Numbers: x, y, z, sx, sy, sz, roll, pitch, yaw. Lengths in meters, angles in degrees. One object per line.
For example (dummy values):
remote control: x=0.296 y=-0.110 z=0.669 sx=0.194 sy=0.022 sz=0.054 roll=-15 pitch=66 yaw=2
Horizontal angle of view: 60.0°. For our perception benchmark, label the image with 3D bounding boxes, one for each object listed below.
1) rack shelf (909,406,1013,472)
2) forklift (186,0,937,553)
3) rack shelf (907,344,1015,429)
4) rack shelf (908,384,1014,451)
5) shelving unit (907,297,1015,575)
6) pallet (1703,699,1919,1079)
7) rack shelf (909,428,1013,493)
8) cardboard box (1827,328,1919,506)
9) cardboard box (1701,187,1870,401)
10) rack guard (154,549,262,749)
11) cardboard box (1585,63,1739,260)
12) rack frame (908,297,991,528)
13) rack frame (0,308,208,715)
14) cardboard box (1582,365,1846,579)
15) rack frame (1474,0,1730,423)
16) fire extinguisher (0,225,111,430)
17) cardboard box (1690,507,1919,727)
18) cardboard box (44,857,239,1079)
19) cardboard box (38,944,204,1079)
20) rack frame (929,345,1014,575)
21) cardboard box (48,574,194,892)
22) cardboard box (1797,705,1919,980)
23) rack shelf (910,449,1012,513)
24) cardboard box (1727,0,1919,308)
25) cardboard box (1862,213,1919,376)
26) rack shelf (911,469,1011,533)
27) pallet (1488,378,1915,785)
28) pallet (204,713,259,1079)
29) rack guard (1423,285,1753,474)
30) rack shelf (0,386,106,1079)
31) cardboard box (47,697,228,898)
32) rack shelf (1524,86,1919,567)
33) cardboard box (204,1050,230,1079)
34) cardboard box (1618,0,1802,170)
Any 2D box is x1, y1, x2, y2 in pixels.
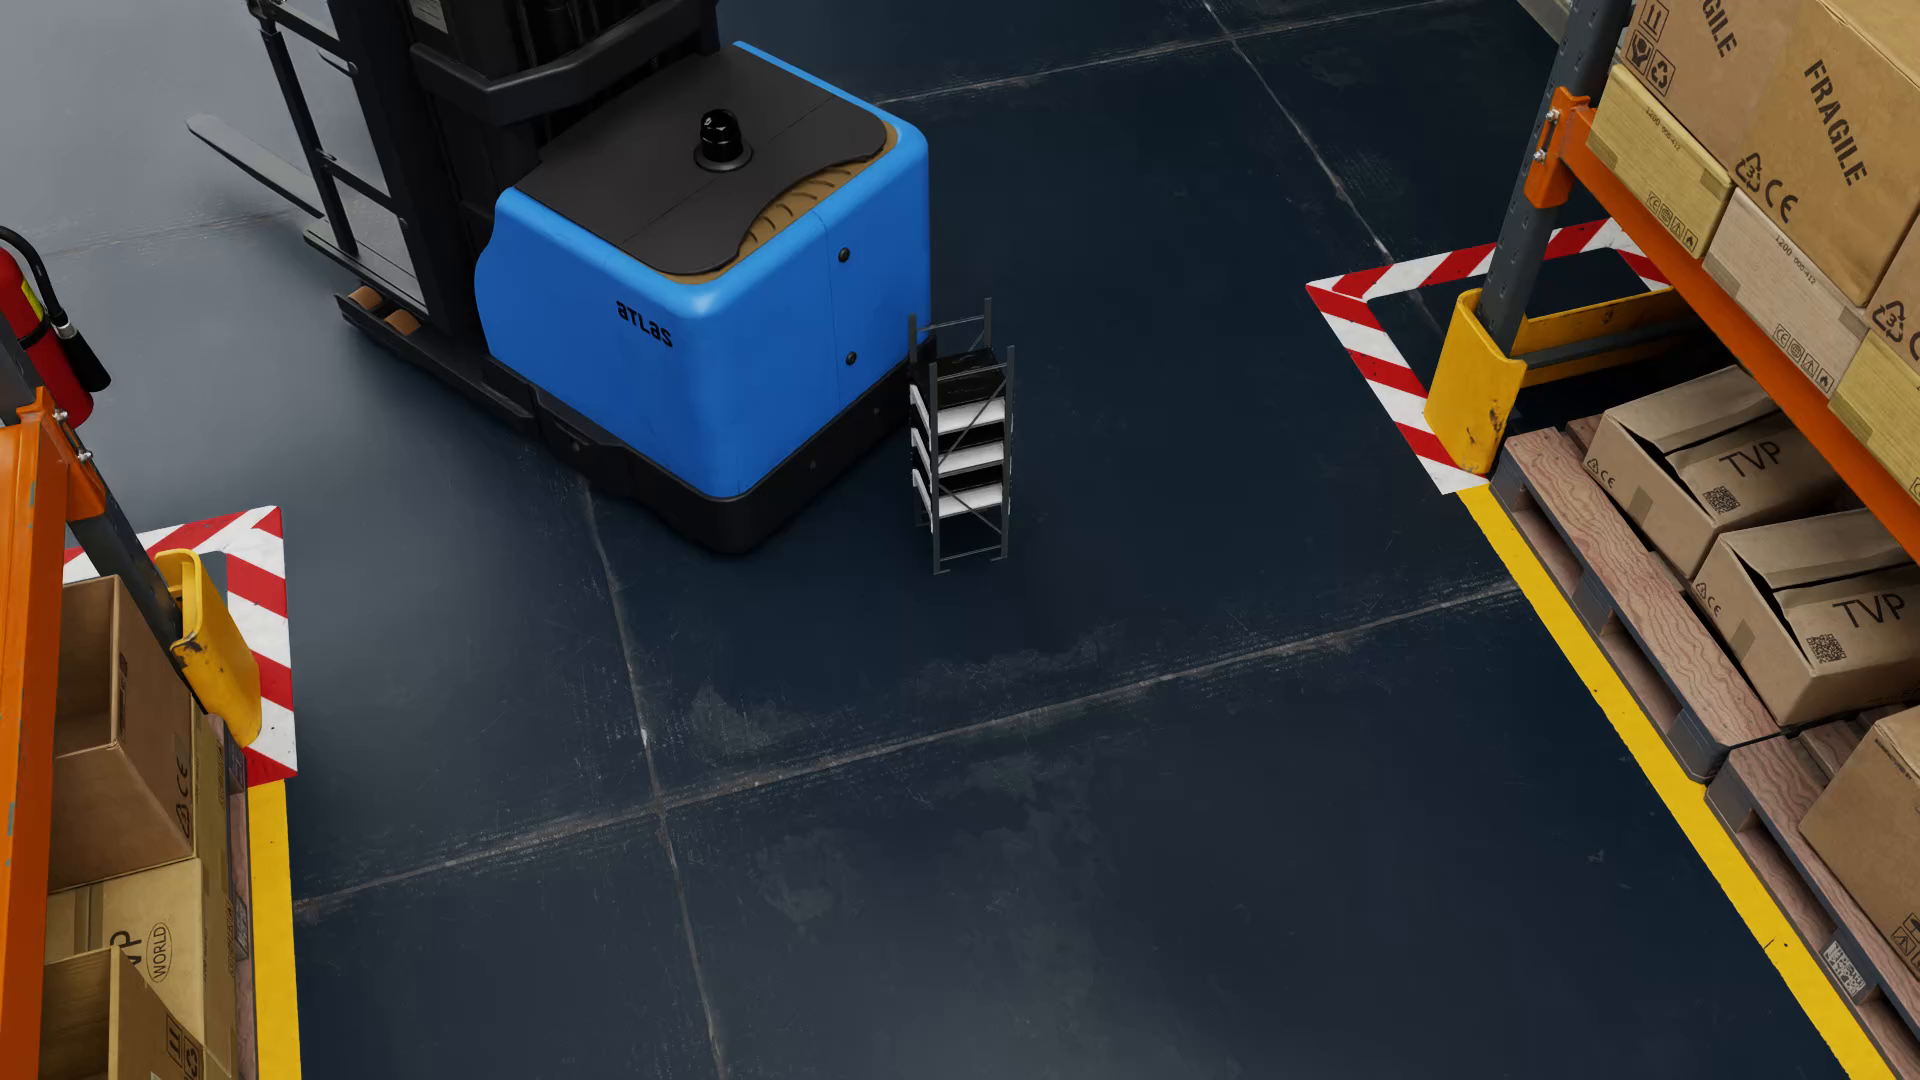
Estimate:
rack shelf: x=0.002 y=-0.321 z=4.858 sx=0.258 sy=0.077 sz=0.200 roll=-13 pitch=51 yaw=-11
forklift: x=-1.543 y=-1.861 z=4.902 sx=3.031 sy=2.935 sz=1.130 roll=32 pitch=57 yaw=24
rack shelf: x=0.002 y=-0.437 z=4.720 sx=0.258 sy=0.077 sz=0.200 roll=-13 pitch=51 yaw=-11
rack shelf: x=0.002 y=-0.379 z=4.789 sx=0.258 sy=0.077 sz=0.200 roll=-13 pitch=51 yaw=-11
shelving unit: x=0.002 y=-0.284 z=4.901 sx=0.258 sy=0.900 sz=0.210 roll=-13 pitch=51 yaw=-11
pallet: x=2.719 y=0.964 z=4.300 sx=1.003 sy=0.211 sz=1.213 roll=-13 pitch=51 yaw=-11
rack shelf: x=0.002 y=-0.263 z=4.926 sx=0.258 sy=0.077 sz=0.200 roll=-13 pitch=51 yaw=-11
cardboard box: x=2.286 y=-0.262 z=3.594 sx=0.500 sy=0.250 sz=0.500 roll=-14 pitch=51 yaw=-12
cardboard box: x=2.141 y=-0.635 z=3.909 sx=0.500 sy=0.250 sz=0.500 roll=-15 pitch=51 yaw=-12
rack guard: x=-2.605 y=0.429 z=4.561 sx=1.175 sy=0.500 sz=0.348 roll=-13 pitch=51 yaw=-11
cardboard box: x=1.974 y=-1.011 z=4.226 sx=0.500 sy=0.250 sz=0.500 roll=-15 pitch=51 yaw=-12
rack frame: x=-0.028 y=-0.358 z=4.964 sx=0.240 sy=0.900 sz=0.006 roll=-13 pitch=51 yaw=-11
rack frame: x=-2.598 y=-0.359 z=3.590 sx=1.000 sy=3.000 sz=0.127 roll=-13 pitch=51 yaw=-11
cardboard box: x=2.251 y=-0.231 z=4.954 sx=0.500 sy=0.311 sz=0.500 roll=-19 pitch=52 yaw=-15
rack frame: x=2.133 y=-1.481 z=4.537 sx=1.000 sy=3.000 sz=0.127 roll=-13 pitch=51 yaw=-11
fire extinguisher: x=-2.189 y=-0.525 z=3.781 sx=0.296 sy=0.674 sz=0.183 roll=-13 pitch=51 yaw=-11
cardboard box: x=2.420 y=0.185 z=4.603 sx=0.500 sy=0.311 sz=0.500 roll=-10 pitch=51 yaw=-8
cardboard box: x=-1.998 y=1.080 z=3.902 sx=0.500 sy=0.250 sz=0.500 roll=-13 pitch=51 yaw=-11
cardboard box: x=-1.846 y=1.202 z=3.308 sx=0.500 sy=0.500 sz=0.500 roll=-13 pitch=51 yaw=-11
rack frame: x=0.032 y=-0.210 z=4.838 sx=0.240 sy=0.900 sz=0.006 roll=-13 pitch=51 yaw=-11
cardboard box: x=-2.155 y=0.475 z=3.921 sx=0.500 sy=0.500 sz=0.500 roll=-13 pitch=51 yaw=-11
cardboard box: x=2.589 y=0.672 z=4.069 sx=0.700 sy=0.500 sz=0.500 roll=-16 pitch=52 yaw=-13
rack shelf: x=0.002 y=-0.205 z=4.995 sx=0.258 sy=0.077 sz=0.200 roll=-13 pitch=51 yaw=-11
cardboard box: x=2.124 y=-0.901 z=3.643 sx=0.500 sy=0.500 sz=0.500 roll=-13 pitch=51 yaw=-11
cardboard box: x=2.270 y=-0.523 z=3.323 sx=0.500 sy=0.500 sz=0.500 roll=-15 pitch=51 yaw=-12
rack shelf: x=0.002 y=-0.147 z=5.064 sx=0.258 sy=0.077 sz=0.200 roll=-13 pitch=51 yaw=-11
pallet: x=2.362 y=0.074 z=5.049 sx=1.003 sy=0.211 sz=1.213 roll=-13 pitch=51 yaw=-11
pallet: x=-2.332 y=1.089 z=4.194 sx=1.003 sy=0.211 sz=1.213 roll=-13 pitch=51 yaw=-11
rack guard: x=2.155 y=-0.620 z=5.446 sx=1.175 sy=0.500 sz=0.348 roll=-13 pitch=51 yaw=-11
rack shelf: x=-2.007 y=1.334 z=2.634 sx=1.077 sy=0.370 sz=4.000 roll=-13 pitch=51 yaw=-11
cardboard box: x=-2.157 y=0.717 z=4.207 sx=0.500 sy=0.250 sz=0.500 roll=-13 pitch=51 yaw=-11
rack shelf: x=2.724 y=0.211 z=3.581 sx=1.077 sy=0.370 sz=4.000 roll=-13 pitch=51 yaw=-11
cardboard box: x=-1.848 y=1.444 z=3.594 sx=0.500 sy=0.250 sz=0.500 roll=-13 pitch=51 yaw=-11
cardboard box: x=1.987 y=-1.265 z=3.949 sx=0.500 sy=0.500 sz=0.500 roll=-13 pitch=51 yaw=-11
